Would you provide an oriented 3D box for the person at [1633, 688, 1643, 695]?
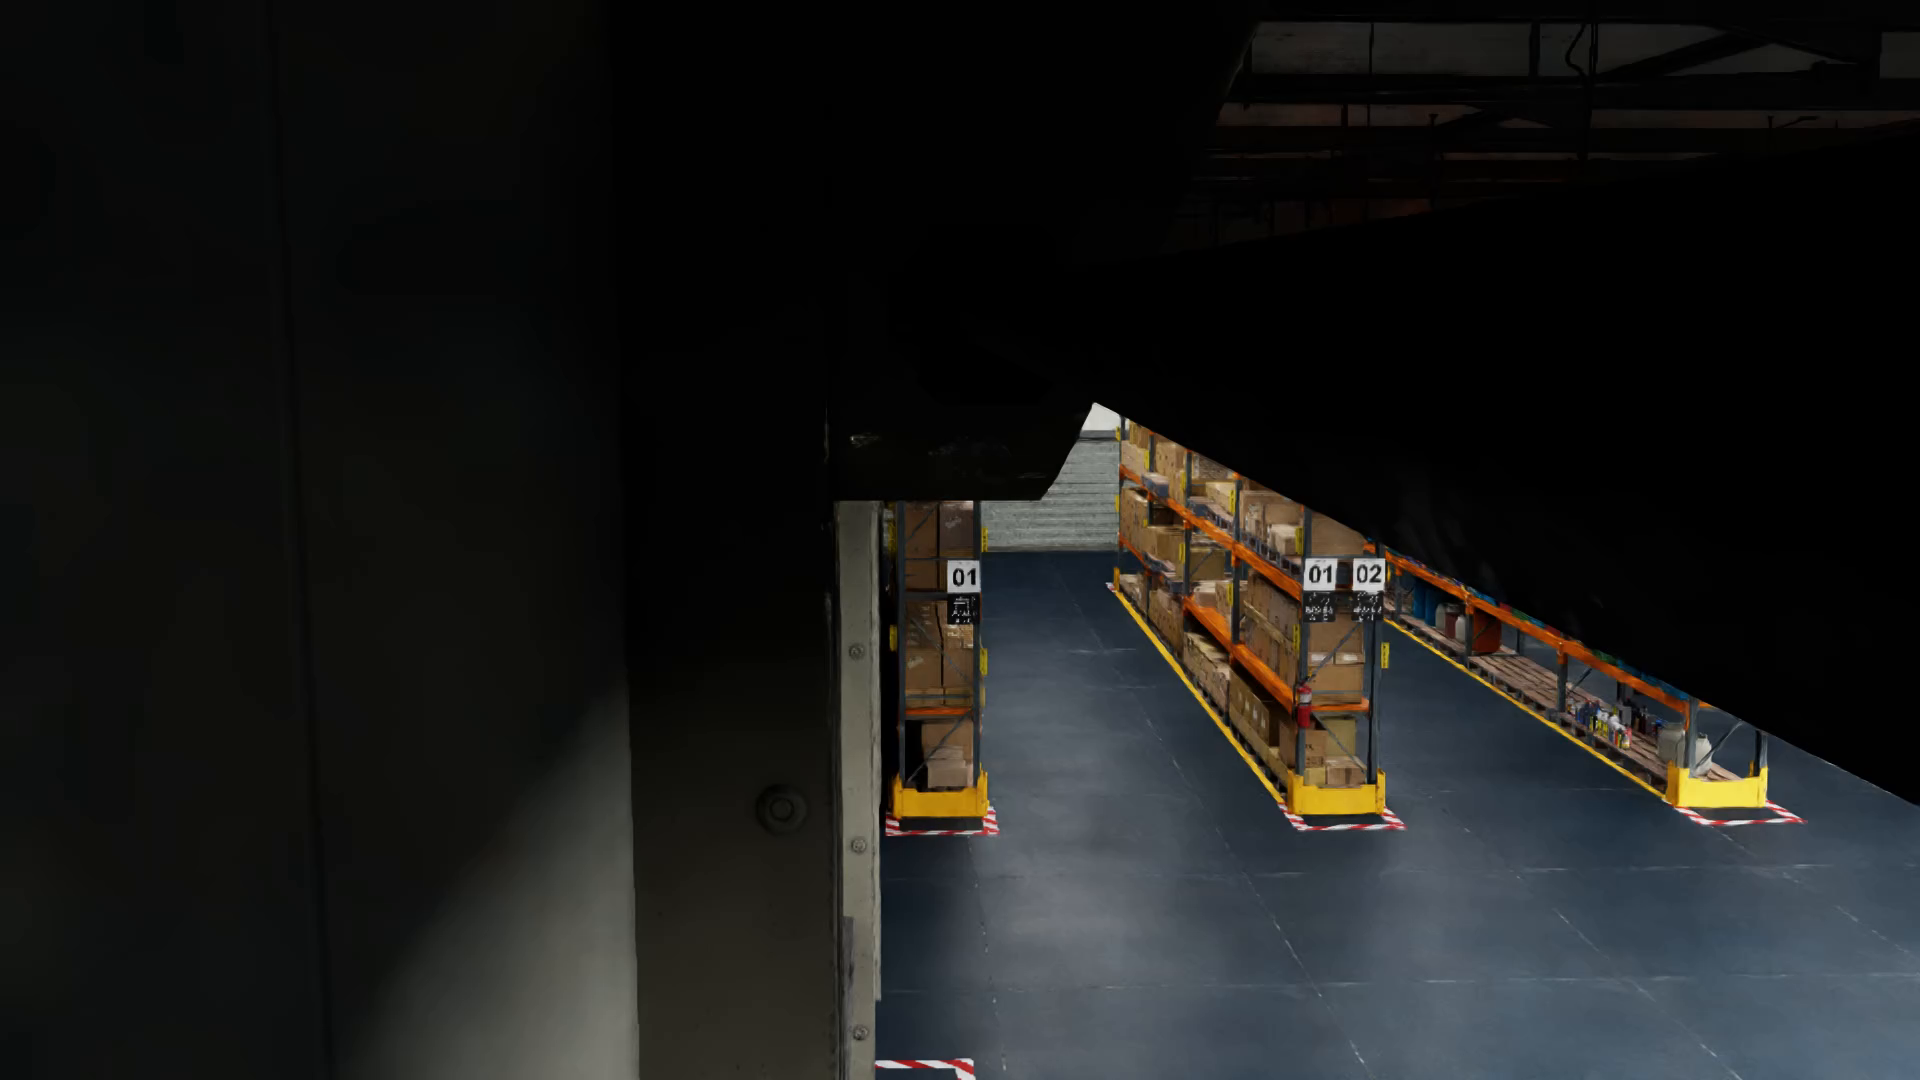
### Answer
[{"bbox_3d":[11.150,1.673,26.648,0.677,1.649,0.534,-1,8,-4],"label":"person"}]
